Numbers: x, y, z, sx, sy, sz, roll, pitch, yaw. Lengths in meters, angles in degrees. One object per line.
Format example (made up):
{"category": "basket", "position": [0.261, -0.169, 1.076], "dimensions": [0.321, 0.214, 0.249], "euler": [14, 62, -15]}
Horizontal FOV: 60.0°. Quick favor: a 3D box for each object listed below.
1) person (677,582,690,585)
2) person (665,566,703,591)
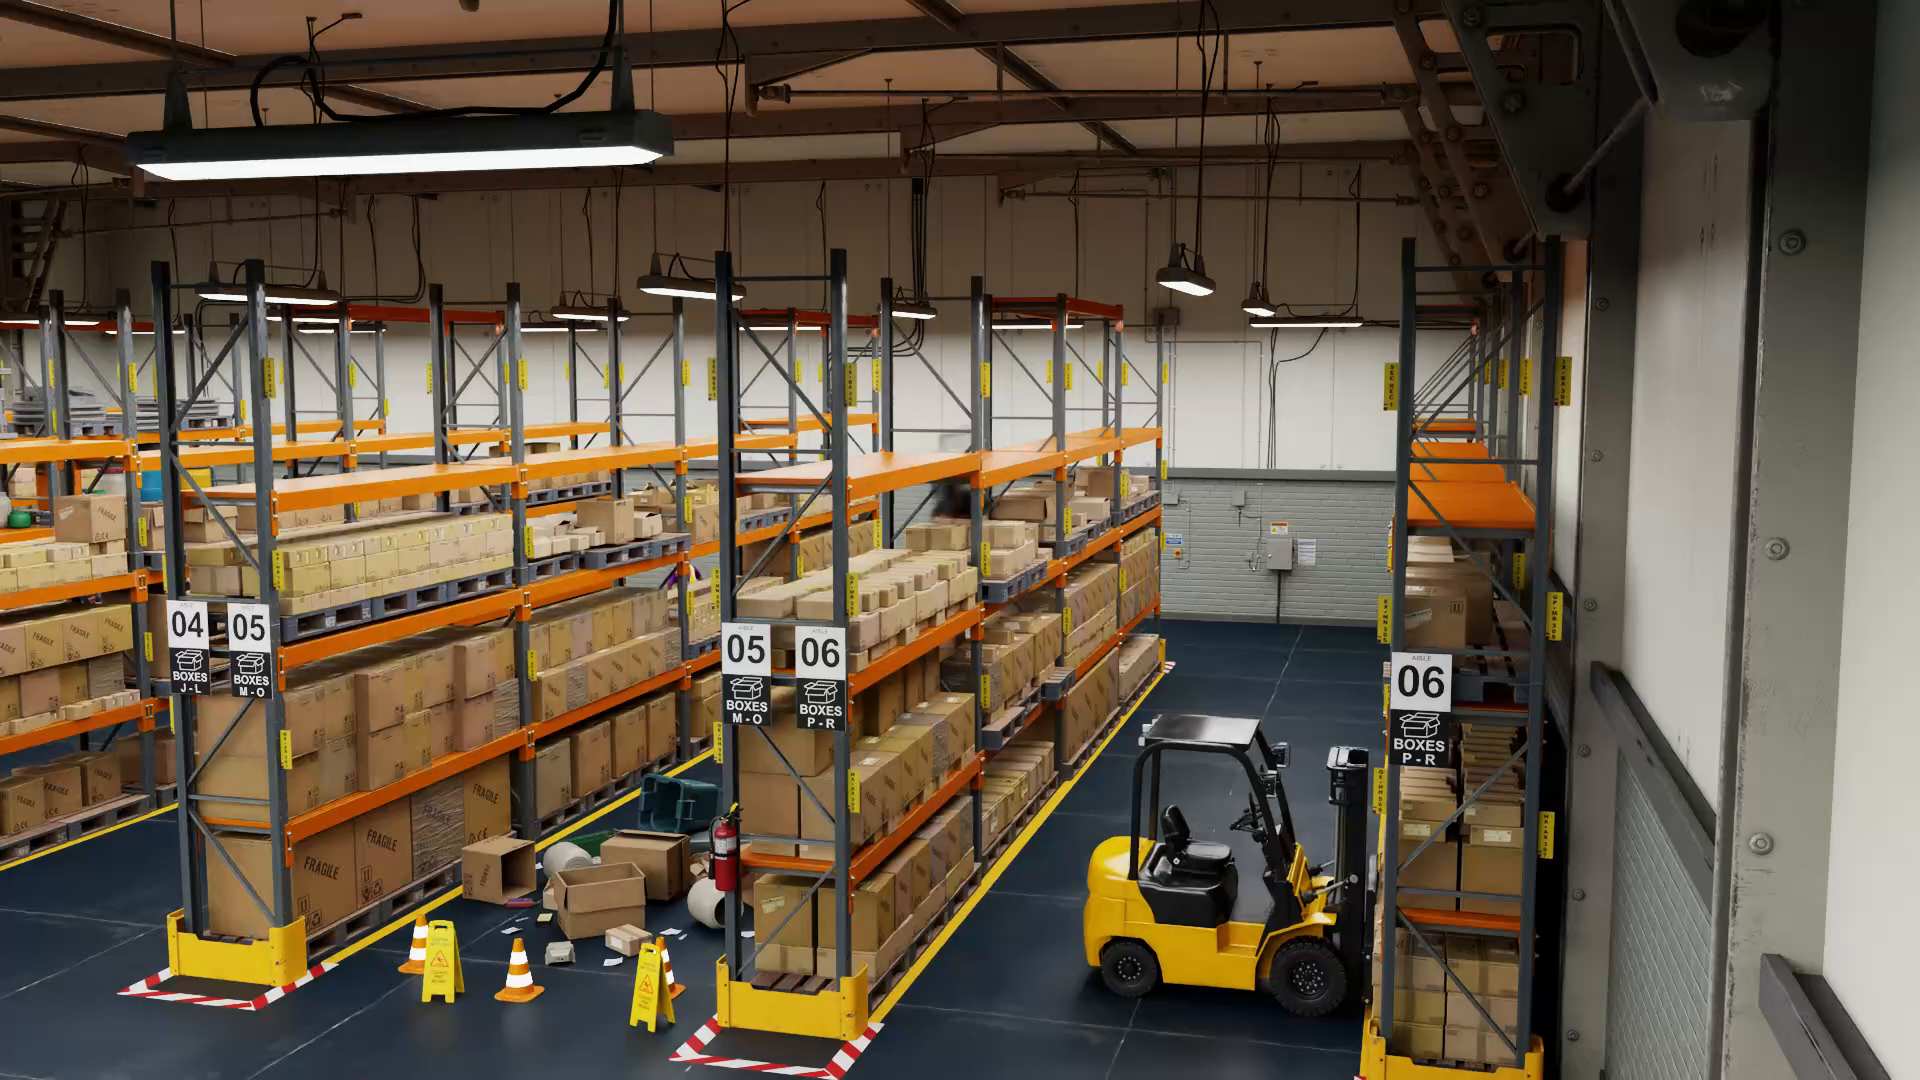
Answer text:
{"category": "person", "position": [-4.416, 1.507, 26.801], "dimensions": [0.634, 1.710, 0.671], "euler": [2, 6, 16]}
{"category": "person", "position": [-5.021, 1.115, 30.416], "dimensions": [0.739, 1.795, 0.845], "euler": [-2, 6, -14]}
